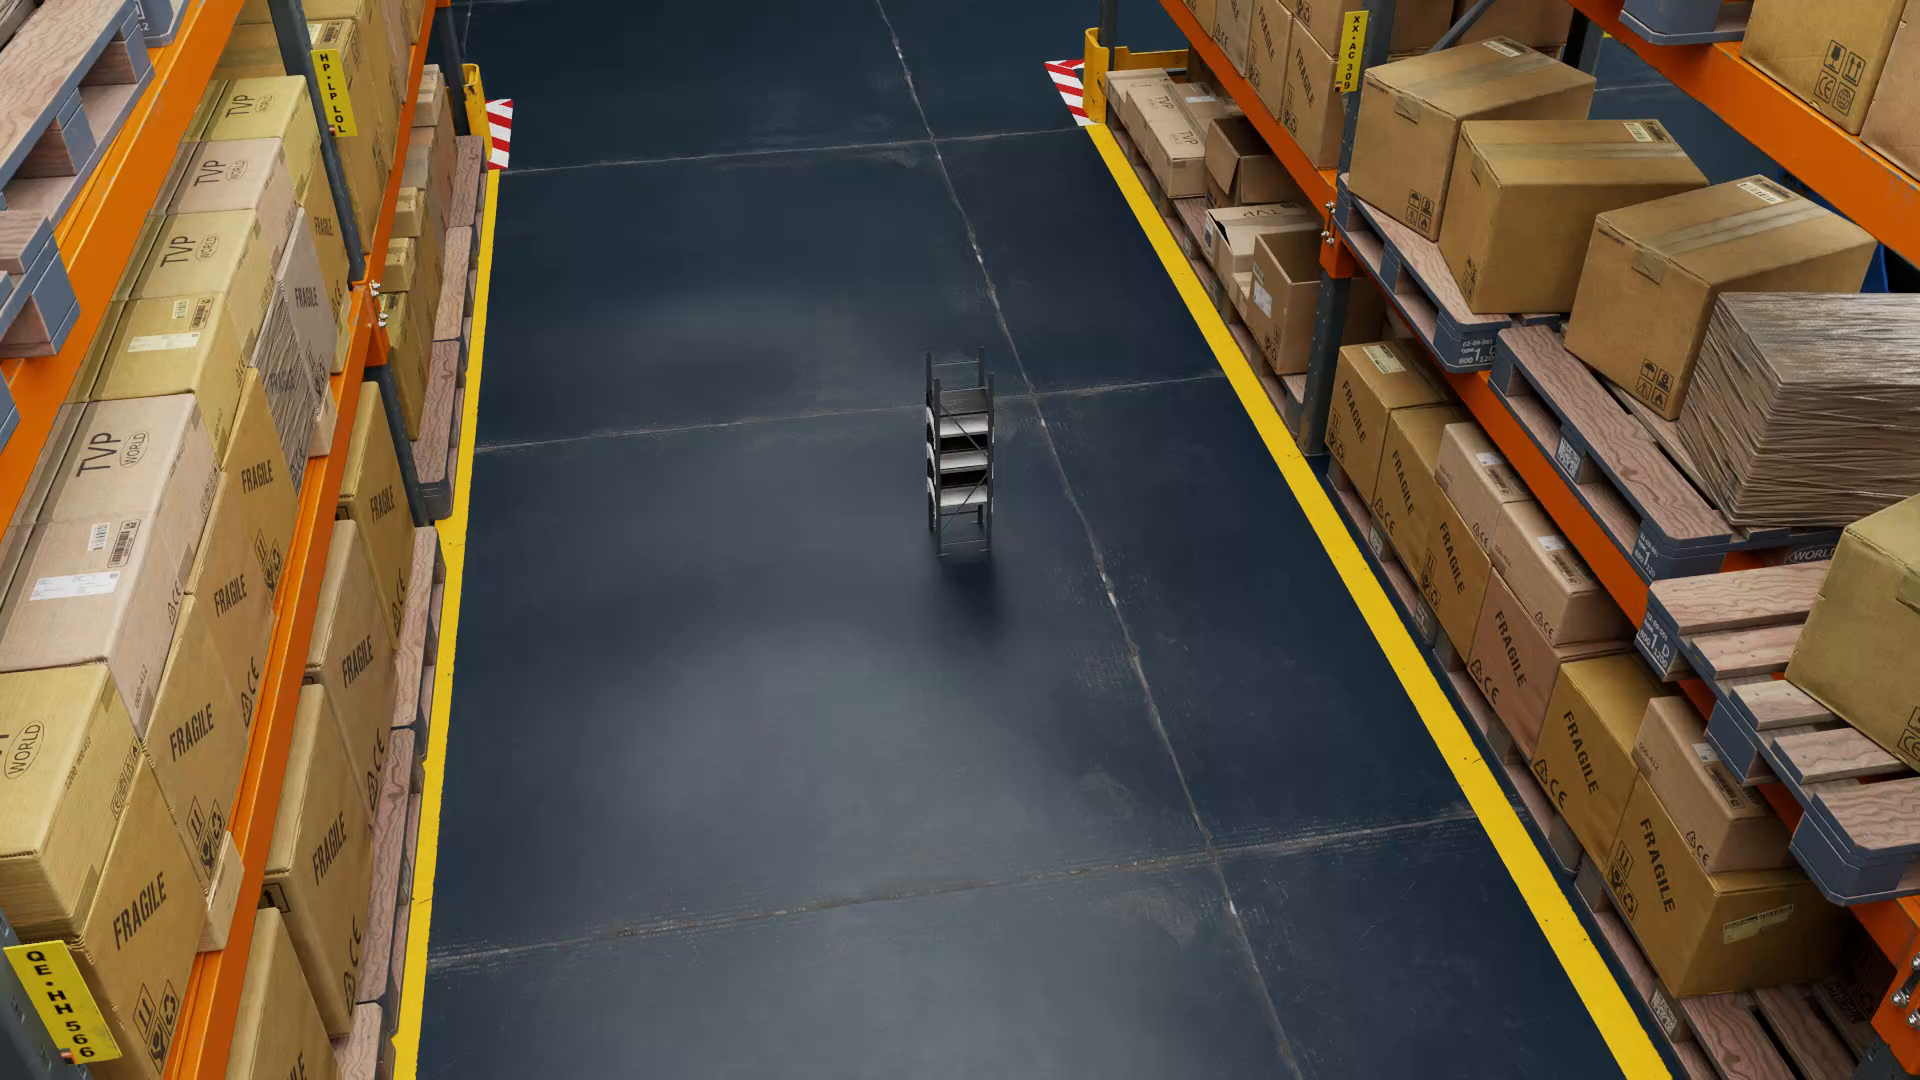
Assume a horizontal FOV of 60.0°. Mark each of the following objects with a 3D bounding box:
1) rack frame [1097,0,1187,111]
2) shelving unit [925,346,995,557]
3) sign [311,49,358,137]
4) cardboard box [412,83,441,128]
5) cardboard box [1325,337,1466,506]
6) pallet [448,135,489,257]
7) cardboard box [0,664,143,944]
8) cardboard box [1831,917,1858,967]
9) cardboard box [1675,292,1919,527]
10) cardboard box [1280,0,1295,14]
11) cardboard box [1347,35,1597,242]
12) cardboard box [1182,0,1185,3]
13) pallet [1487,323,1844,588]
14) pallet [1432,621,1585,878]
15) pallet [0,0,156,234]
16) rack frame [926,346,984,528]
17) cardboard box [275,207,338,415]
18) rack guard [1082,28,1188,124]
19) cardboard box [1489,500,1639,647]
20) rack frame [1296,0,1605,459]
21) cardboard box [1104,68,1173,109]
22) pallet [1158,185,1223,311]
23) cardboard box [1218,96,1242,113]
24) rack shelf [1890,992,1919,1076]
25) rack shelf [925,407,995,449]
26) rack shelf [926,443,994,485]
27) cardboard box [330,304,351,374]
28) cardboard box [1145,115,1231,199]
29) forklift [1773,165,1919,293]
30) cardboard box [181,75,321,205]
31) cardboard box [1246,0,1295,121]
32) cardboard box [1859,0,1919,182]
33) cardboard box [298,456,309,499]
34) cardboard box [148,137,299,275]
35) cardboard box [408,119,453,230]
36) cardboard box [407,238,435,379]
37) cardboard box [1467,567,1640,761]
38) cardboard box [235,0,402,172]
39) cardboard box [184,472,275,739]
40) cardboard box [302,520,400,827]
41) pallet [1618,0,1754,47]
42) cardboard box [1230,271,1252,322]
[{"bbox_3d":[1.384,-4.070,10.044,1.000,3.000,0.127,-6,38,-8],"label":"rack frame"},{"bbox_3d":[-0.001,-0.360,6.980,0.258,0.900,0.210,-6,38,-8],"label":"shelving unit"},{"bbox_3d":[-2.259,-1.609,5.997,0.100,0.325,0.005,-6,38,-8],"label":"sign"},{"bbox_3d":[-3.024,-2.345,8.990,0.380,0.149,0.250,-5,38,-7],"label":"cardboard box"},{"bbox_3d":[1.930,-0.522,7.156,0.500,0.500,0.500,-8,39,-10],"label":"cardboard box"},{"bbox_3d":[-3.275,-1.959,9.600,1.003,0.211,1.213,-6,38,-8],"label":"pallet"},{"bbox_3d":[-1.921,0.517,3.188,0.500,0.250,0.500,-5,38,-7],"label":"cardboard box"},{"bbox_3d":[2.890,0.954,5.256,0.500,0.500,0.500,-8,38,-10],"label":"cardboard box"},{"bbox_3d":[2.593,-0.384,4.876,0.700,0.500,0.500,0,38,1],"label":"cardboard box"},{"bbox_3d":[1.649,-2.675,7.352,0.500,0.500,0.500,-7,38,-9],"label":"cardboard box"},{"bbox_3d":[1.948,-1.549,6.375,0.700,0.500,0.500,-19,42,-23],"label":"cardboard box"},{"bbox_3d":[1.383,-3.198,8.840,0.500,0.500,0.500,-6,38,-8],"label":"cardboard box"},{"bbox_3d":[2.441,-0.336,5.394,1.003,0.211,1.213,-6,38,-8],"label":"pallet"},{"bbox_3d":[2.482,0.673,6.212,1.003,0.211,1.213,-6,38,-8],"label":"pallet"},{"bbox_3d":[-2.454,-0.871,3.635,1.003,0.211,1.213,-5,38,-6],"label":"pallet"},{"bbox_3d":[-0.019,-0.422,7.059,0.240,0.900,0.006,-6,38,-8],"label":"rack frame"},{"bbox_3d":[-2.363,-0.725,5.398,0.500,0.500,0.500,-6,38,-8],"label":"cardboard box"},{"bbox_3d":[1.397,-3.037,10.751,1.175,0.500,0.348,-6,38,-8],"label":"rack guard"},{"bbox_3d":[2.194,0.089,5.758,0.500,0.250,0.500,-7,38,-9],"label":"cardboard box"},{"bbox_3d":[2.085,-1.654,6.934,1.000,3.000,0.127,-6,38,-8],"label":"rack frame"},{"bbox_3d":[1.119,-2.828,10.410,0.380,0.149,0.250,-6,38,-8],"label":"cardboard box"},{"bbox_3d":[1.748,-1.706,9.274,1.003,0.211,1.213,-6,38,-8],"label":"pallet"},{"bbox_3d":[1.704,-2.568,10.062,0.380,0.166,0.250,-6,38,-8],"label":"cardboard box"},{"bbox_3d":[3.137,2.254,2.490,1.077,0.370,4.000,-6,38,-8],"label":"rack shelf"},{"bbox_3d":[-0.001,-0.476,6.890,0.258,0.077,0.200,-6,38,-8],"label":"rack shelf"},{"bbox_3d":[-0.001,-0.334,7.001,0.258,0.077,0.200,-6,38,-8],"label":"rack shelf"},{"bbox_3d":[-2.386,-0.704,5.899,0.380,0.149,0.250,-6,38,-7],"label":"cardboard box"},{"bbox_3d":[1.375,-2.195,9.513,0.500,0.250,0.500,-6,38,-8],"label":"cardboard box"},{"bbox_3d":[4.768,-1.424,6.694,1.130,2.935,3.031,-8,39,-10],"label":"forklift"},{"bbox_3d":[-2.458,-1.325,5.559,0.500,0.250,0.500,-5,38,-7],"label":"cardboard box"},{"bbox_3d":[1.653,-2.279,7.657,0.500,0.500,0.500,-5,38,-7],"label":"cardboard box"},{"bbox_3d":[2.587,-1.030,3.604,0.910,0.500,0.500,-6,38,-8],"label":"cardboard box"},{"bbox_3d":[-2.303,-0.234,5.295,0.380,0.149,0.250,-6,38,-8],"label":"cardboard box"},{"bbox_3d":[-2.377,-1.015,5.160,0.500,0.250,0.500,-5,38,-7],"label":"cardboard box"},{"bbox_3d":[-3.184,-1.999,9.074,0.700,0.500,0.500,-6,38,-8],"label":"cardboard box"},{"bbox_3d":[-2.906,-1.064,7.870,0.700,0.500,0.500,-7,38,-8],"label":"cardboard box"},{"bbox_3d":[2.203,0.407,5.960,0.500,0.500,0.500,-8,38,-10],"label":"cardboard box"},{"bbox_3d":[-2.993,-2.008,7.145,0.980,0.700,0.700,-7,38,-9],"label":"cardboard box"},{"bbox_3d":[-2.092,0.194,4.215,0.500,0.500,0.500,-6,38,-8],"label":"cardboard box"},{"bbox_3d":[-2.391,0.480,5.598,0.750,0.750,0.750,-5,38,-7],"label":"cardboard box"},{"bbox_3d":[2.315,-1.737,4.749,1.213,0.211,1.003,-6,38,-8],"label":"pallet"},{"bbox_3d":[1.581,-1.235,8.360,0.380,0.149,0.250,-6,38,-8],"label":"cardboard box"}]
